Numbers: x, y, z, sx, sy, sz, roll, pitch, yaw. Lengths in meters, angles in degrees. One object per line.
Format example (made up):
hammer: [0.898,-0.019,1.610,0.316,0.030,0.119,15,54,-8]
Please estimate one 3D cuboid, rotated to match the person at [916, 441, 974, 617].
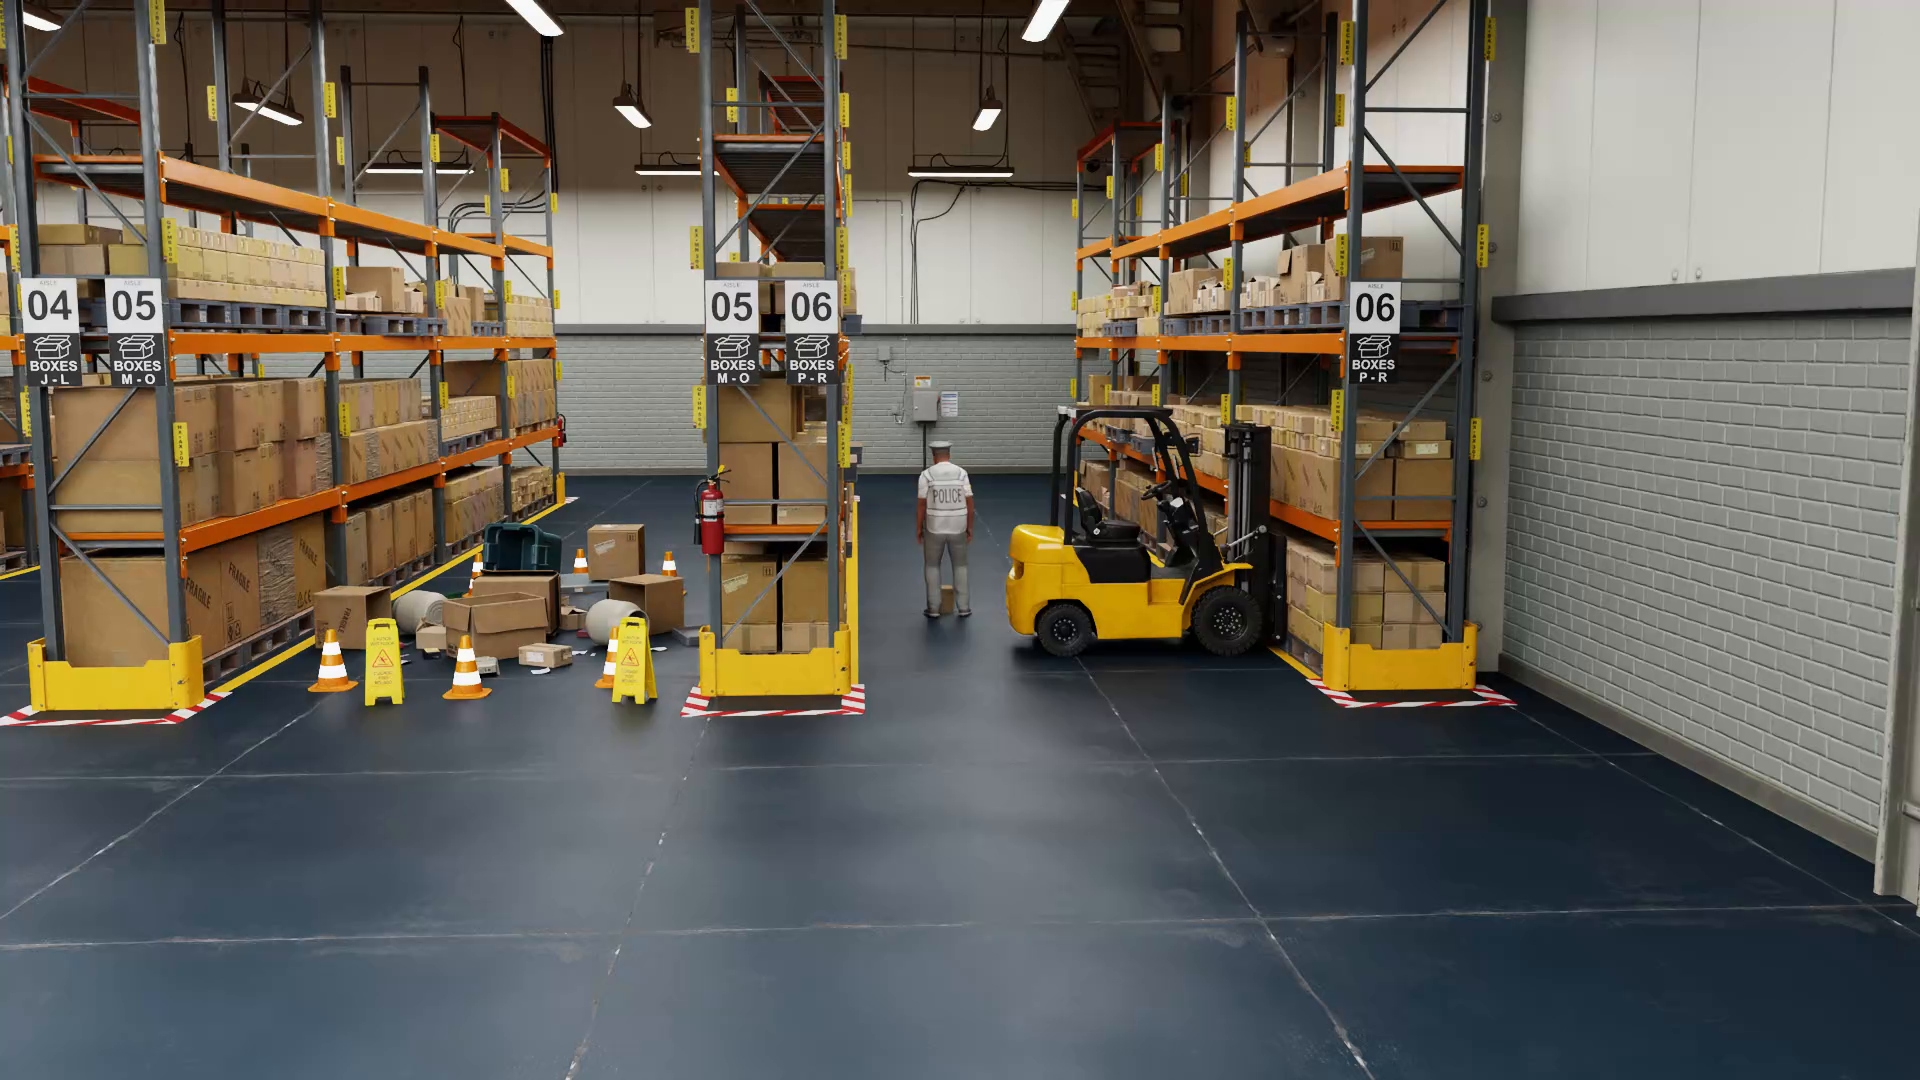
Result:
person: [-0.147,-0.106,16.605,0.595,1.746,0.439,-1,7,-10]
